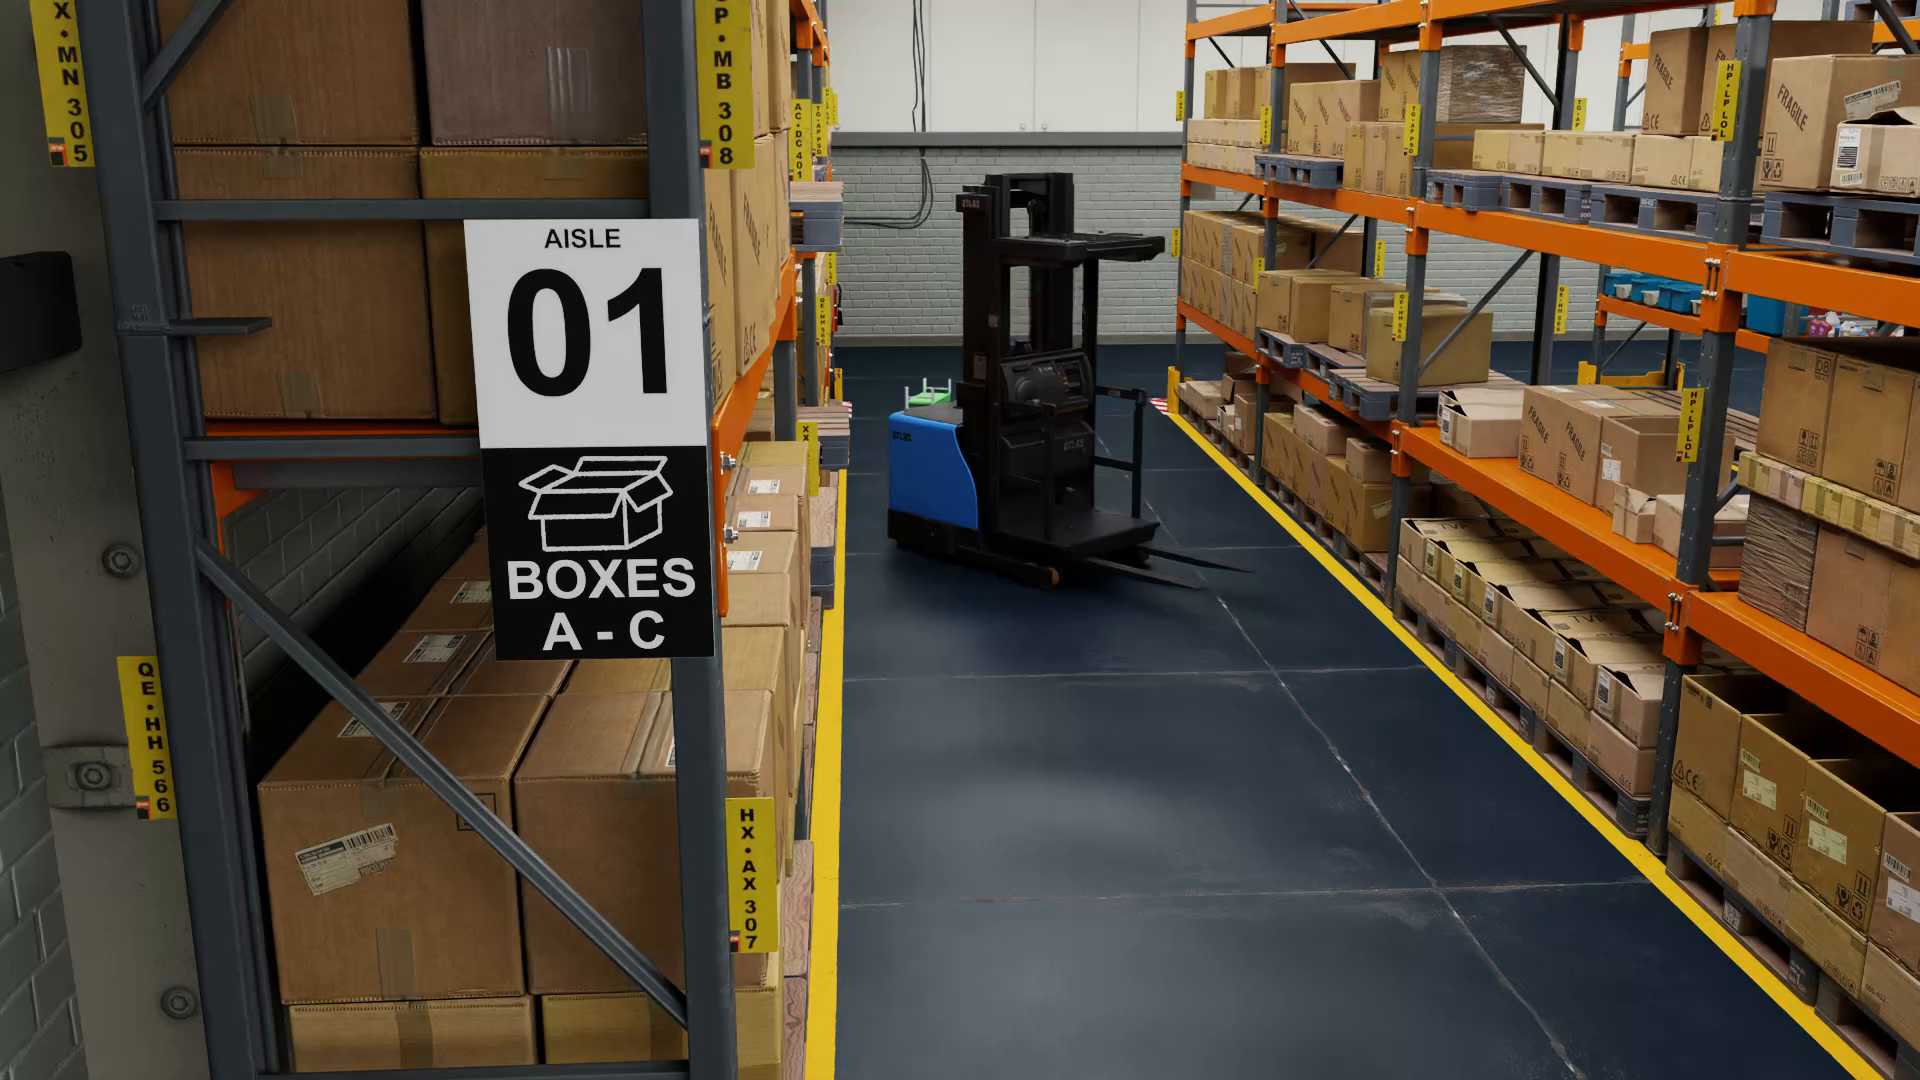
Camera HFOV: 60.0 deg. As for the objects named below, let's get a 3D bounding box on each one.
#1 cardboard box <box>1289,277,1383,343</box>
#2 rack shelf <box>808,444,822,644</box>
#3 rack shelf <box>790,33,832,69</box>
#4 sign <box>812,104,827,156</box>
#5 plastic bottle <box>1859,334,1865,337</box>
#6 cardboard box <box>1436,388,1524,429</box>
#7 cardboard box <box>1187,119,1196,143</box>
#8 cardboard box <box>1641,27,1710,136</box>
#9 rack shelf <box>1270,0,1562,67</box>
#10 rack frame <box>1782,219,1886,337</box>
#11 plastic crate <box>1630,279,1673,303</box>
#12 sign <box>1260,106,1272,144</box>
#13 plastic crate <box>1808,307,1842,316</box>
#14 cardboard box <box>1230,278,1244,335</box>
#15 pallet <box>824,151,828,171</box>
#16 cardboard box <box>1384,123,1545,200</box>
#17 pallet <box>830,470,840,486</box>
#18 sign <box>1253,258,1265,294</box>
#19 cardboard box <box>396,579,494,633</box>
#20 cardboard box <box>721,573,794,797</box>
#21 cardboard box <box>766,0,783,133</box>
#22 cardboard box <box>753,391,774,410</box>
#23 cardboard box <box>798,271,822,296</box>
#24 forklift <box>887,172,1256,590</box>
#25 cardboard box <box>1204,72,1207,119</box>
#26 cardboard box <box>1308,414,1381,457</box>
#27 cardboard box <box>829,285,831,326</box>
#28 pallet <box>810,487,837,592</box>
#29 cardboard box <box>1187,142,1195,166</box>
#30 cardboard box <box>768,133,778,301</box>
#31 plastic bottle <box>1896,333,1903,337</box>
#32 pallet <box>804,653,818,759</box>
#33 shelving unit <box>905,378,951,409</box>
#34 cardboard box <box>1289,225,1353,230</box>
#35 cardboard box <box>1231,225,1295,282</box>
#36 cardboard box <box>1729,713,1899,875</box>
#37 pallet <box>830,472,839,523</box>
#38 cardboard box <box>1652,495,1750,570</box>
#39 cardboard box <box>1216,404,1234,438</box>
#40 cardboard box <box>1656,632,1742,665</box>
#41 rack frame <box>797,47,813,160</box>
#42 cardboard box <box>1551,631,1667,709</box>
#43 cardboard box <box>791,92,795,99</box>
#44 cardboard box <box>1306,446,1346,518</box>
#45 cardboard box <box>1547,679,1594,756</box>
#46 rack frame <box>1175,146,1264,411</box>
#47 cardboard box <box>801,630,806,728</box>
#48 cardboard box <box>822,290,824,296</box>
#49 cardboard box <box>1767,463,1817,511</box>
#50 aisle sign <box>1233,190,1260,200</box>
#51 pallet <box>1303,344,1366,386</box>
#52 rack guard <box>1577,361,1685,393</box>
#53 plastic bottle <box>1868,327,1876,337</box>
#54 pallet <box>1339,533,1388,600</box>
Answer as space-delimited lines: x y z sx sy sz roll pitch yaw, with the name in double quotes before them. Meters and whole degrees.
"cardboard box" 3.164 -1.941 14.009 0.700 0.500 0.500 1 14 5
"rack shelf" -1.320 -0.063 9.195 1.077 0.370 4.000 -1 14 -3
"rack shelf" -1.816 -4.764 16.230 1.077 0.370 4.000 -1 14 -3
"sign" -0.903 -2.620 10.631 0.100 0.325 0.005 -1 14 -3
"plastic bottle" 7.853 -1.695 14.492 0.097 0.201 0.097 0 14 0
"cardboard box" 3.479 -0.852 10.996 0.500 0.311 0.500 0 14 0
"cardboard box" 2.776 -4.466 18.143 0.500 0.250 0.500 -1 14 -3
"cardboard box" 3.690 -2.233 8.120 0.500 0.500 0.500 1 14 2
"rack shelf" 3.376 -3.847 12.665 1.077 0.370 4.000 -1 14 -3
"rack frame" 8.196 -2.057 15.500 1.000 3.000 0.127 -1 14 -3
"plastic crate" 7.676 -2.769 18.485 0.416 0.233 0.300 -1 14 -3
"sign" 2.711 -3.674 14.728 0.100 0.325 0.005 -1 14 -3
"plastic crate" 8.391 -2.342 16.362 0.402 0.464 0.583 -1 14 -3
"cardboard box" 2.931 -2.278 16.159 0.500 0.500 0.500 0 14 -2
"pallet" -1.732 -3.517 15.334 1.003 0.211 1.213 -1 14 -3
"cardboard box" 3.439 -2.595 11.373 0.910 0.500 0.500 -1 14 -3
"pallet" -1.661 -0.743 15.992 1.003 0.211 1.213 -1 14 -3
"sign" 2.711 -2.390 15.058 0.100 0.325 0.005 -1 14 -3
"cardboard box" -1.248 0.413 4.658 0.500 0.500 0.500 -1 14 -5
"cardboard box" -0.725 0.406 4.686 0.500 0.500 0.500 -1 14 -5
"cardboard box" -0.808 -1.523 5.158 0.500 0.500 0.500 -1 14 -5
"cardboard box" -1.221 -0.442 8.140 0.700 0.500 0.500 1 14 2
"cardboard box" -1.284 -1.849 12.350 0.500 0.250 0.500 -1 14 -3
"forklift" 0.807 -1.202 12.316 1.130 2.935 3.031 -14 20 -42
"cardboard box" 3.052 -4.834 18.066 0.700 0.500 0.500 -1 14 -3
"cardboard box" 3.132 -0.849 13.436 0.500 0.250 0.500 -1 14 -4
"cardboard box" -1.749 -2.366 16.099 0.980 0.700 0.700 -1 14 -5
"pallet" -1.099 -0.013 7.944 1.003 0.211 1.213 -1 14 -3
"cardboard box" 2.782 -4.224 18.205 0.500 0.250 0.500 -1 14 -3
"cardboard box" -0.808 -0.913 4.795 0.500 0.500 0.500 0 14 0
"plastic bottle" 7.916 -1.587 13.926 0.152 0.276 0.135 -1 14 -3
"pallet" -1.325 0.939 9.454 1.003 0.211 1.213 -1 14 -3
"shelving unit" -0.260 -0.719 13.912 0.258 1.200 0.503 4 15 16
"cardboard box" 3.471 -2.763 16.040 0.500 0.500 0.500 -1 14 -5
"cardboard box" 2.928 -2.763 16.037 0.500 0.500 0.500 -1 14 -5
"cardboard box" 3.502 1.018 6.720 0.500 0.500 0.500 -1 14 -3
"pallet" -1.569 -0.362 14.511 1.003 0.211 1.213 -1 14 -3
"cardboard box" 3.673 -0.041 7.965 0.500 0.250 0.500 0 14 0
"cardboard box" 2.887 -1.216 16.745 0.500 0.311 0.500 -1 14 -3
"cardboard box" 3.945 0.634 8.592 0.500 0.311 0.500 -1 14 -4
"rack frame" -1.444 -3.814 10.291 1.000 3.000 0.127 -1 14 -3
"cardboard box" 3.398 0.640 8.570 0.500 0.311 0.500 0 14 -2
"cardboard box" -1.648 -3.260 13.073 0.700 0.500 0.500 -1 14 -4
"cardboard box" 3.137 -0.477 13.493 0.500 0.500 0.500 -1 14 -6
"cardboard box" 3.403 0.912 8.636 0.500 0.250 0.500 -1 14 -4
"rack frame" 3.004 -2.976 19.072 1.000 3.000 0.127 -1 14 -3
"cardboard box" -0.795 0.511 5.782 0.500 0.250 0.500 -1 14 -4
"cardboard box" -1.348 -1.743 13.443 0.500 0.500 0.500 -1 14 -3
"cardboard box" 3.587 -0.222 6.866 0.380 0.149 0.250 -1 14 -3
"aisle sign" 3.305 -4.256 18.833 0.394 0.787 0.004 -1 14 -3
"pallet" 3.374 -1.377 13.243 1.003 0.211 1.213 -1 14 -3
"rack guard" 7.934 -1.847 19.700 1.175 0.500 0.348 -1 14 -3
"plastic bottle" 7.848 -1.681 14.276 0.061 0.283 0.133 -1 14 -3
"pallet" 3.491 0.178 12.411 1.003 0.211 1.213 -1 14 -3
